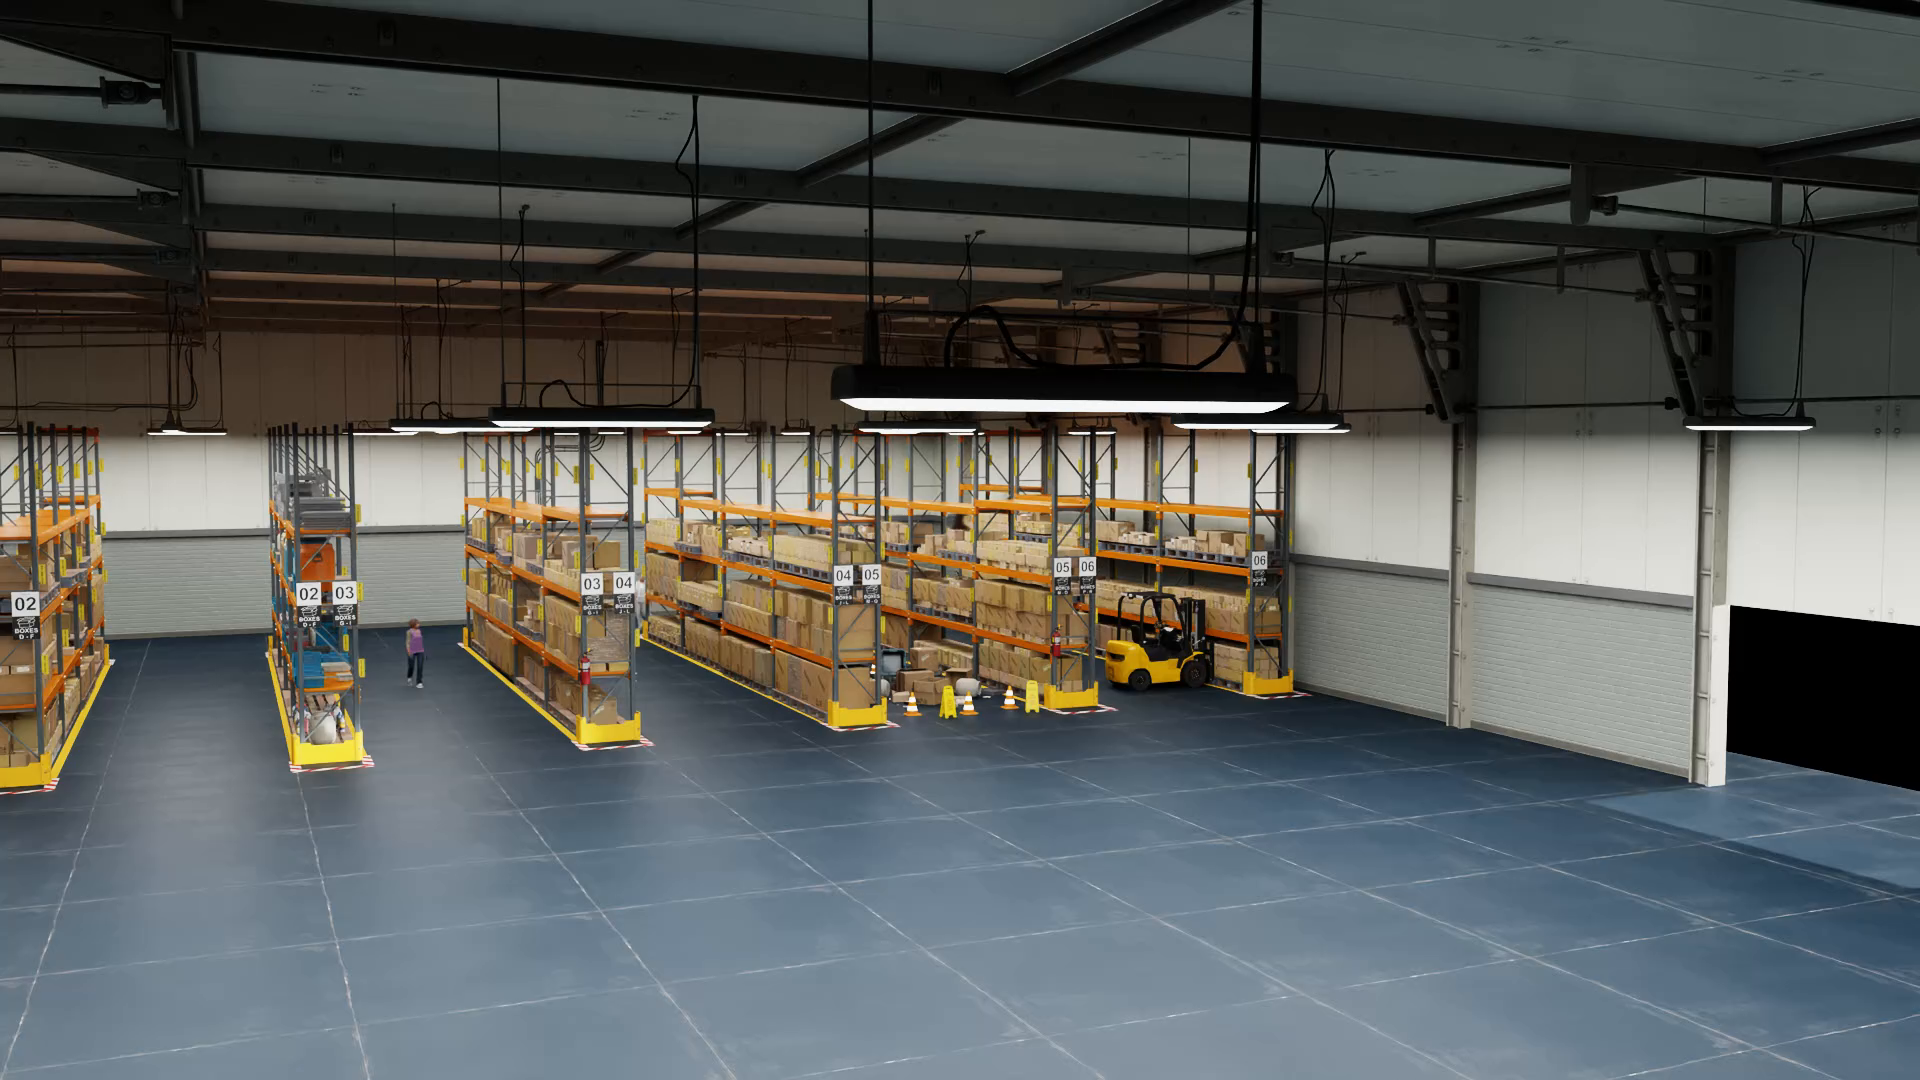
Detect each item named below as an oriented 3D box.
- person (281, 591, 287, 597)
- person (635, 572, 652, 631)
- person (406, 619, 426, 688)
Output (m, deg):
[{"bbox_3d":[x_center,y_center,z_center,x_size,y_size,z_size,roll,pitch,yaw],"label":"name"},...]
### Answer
[{"bbox_3d":[-18.662,2.043,46.454,0.615,1.758,0.767,-1,4,-21],"label":"person"},{"bbox_3d":[-9.428,1.809,49.468,0.559,1.751,0.623,2,4,25],"label":"person"},{"bbox_3d":[-12.485,2.603,38.117,0.456,1.565,0.479,-2,4,-29],"label":"person"}]
